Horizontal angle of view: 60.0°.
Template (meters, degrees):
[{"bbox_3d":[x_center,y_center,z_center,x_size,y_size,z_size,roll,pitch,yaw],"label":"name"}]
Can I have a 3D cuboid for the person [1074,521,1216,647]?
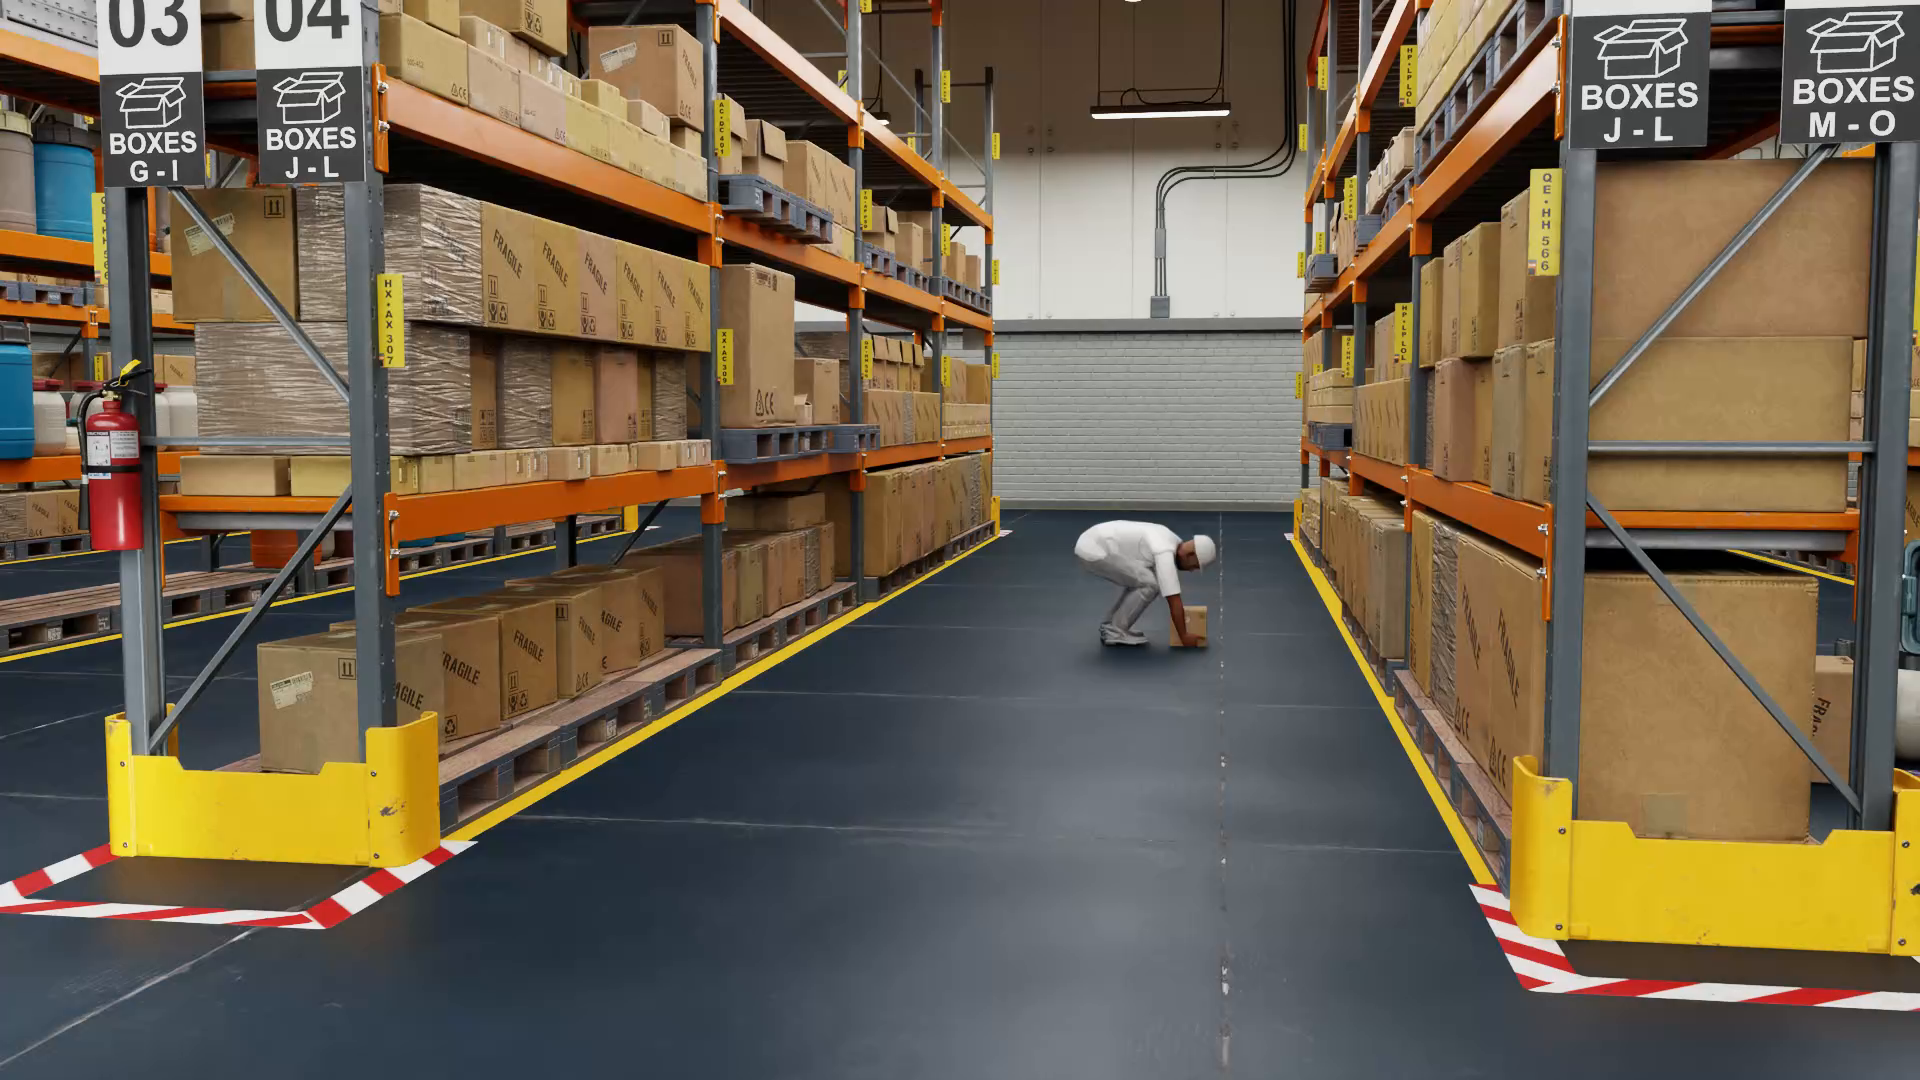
[{"bbox_3d":[1.293,0.302,11.592,0.968,0.874,0.504,1,4,7],"label":"person"}]
